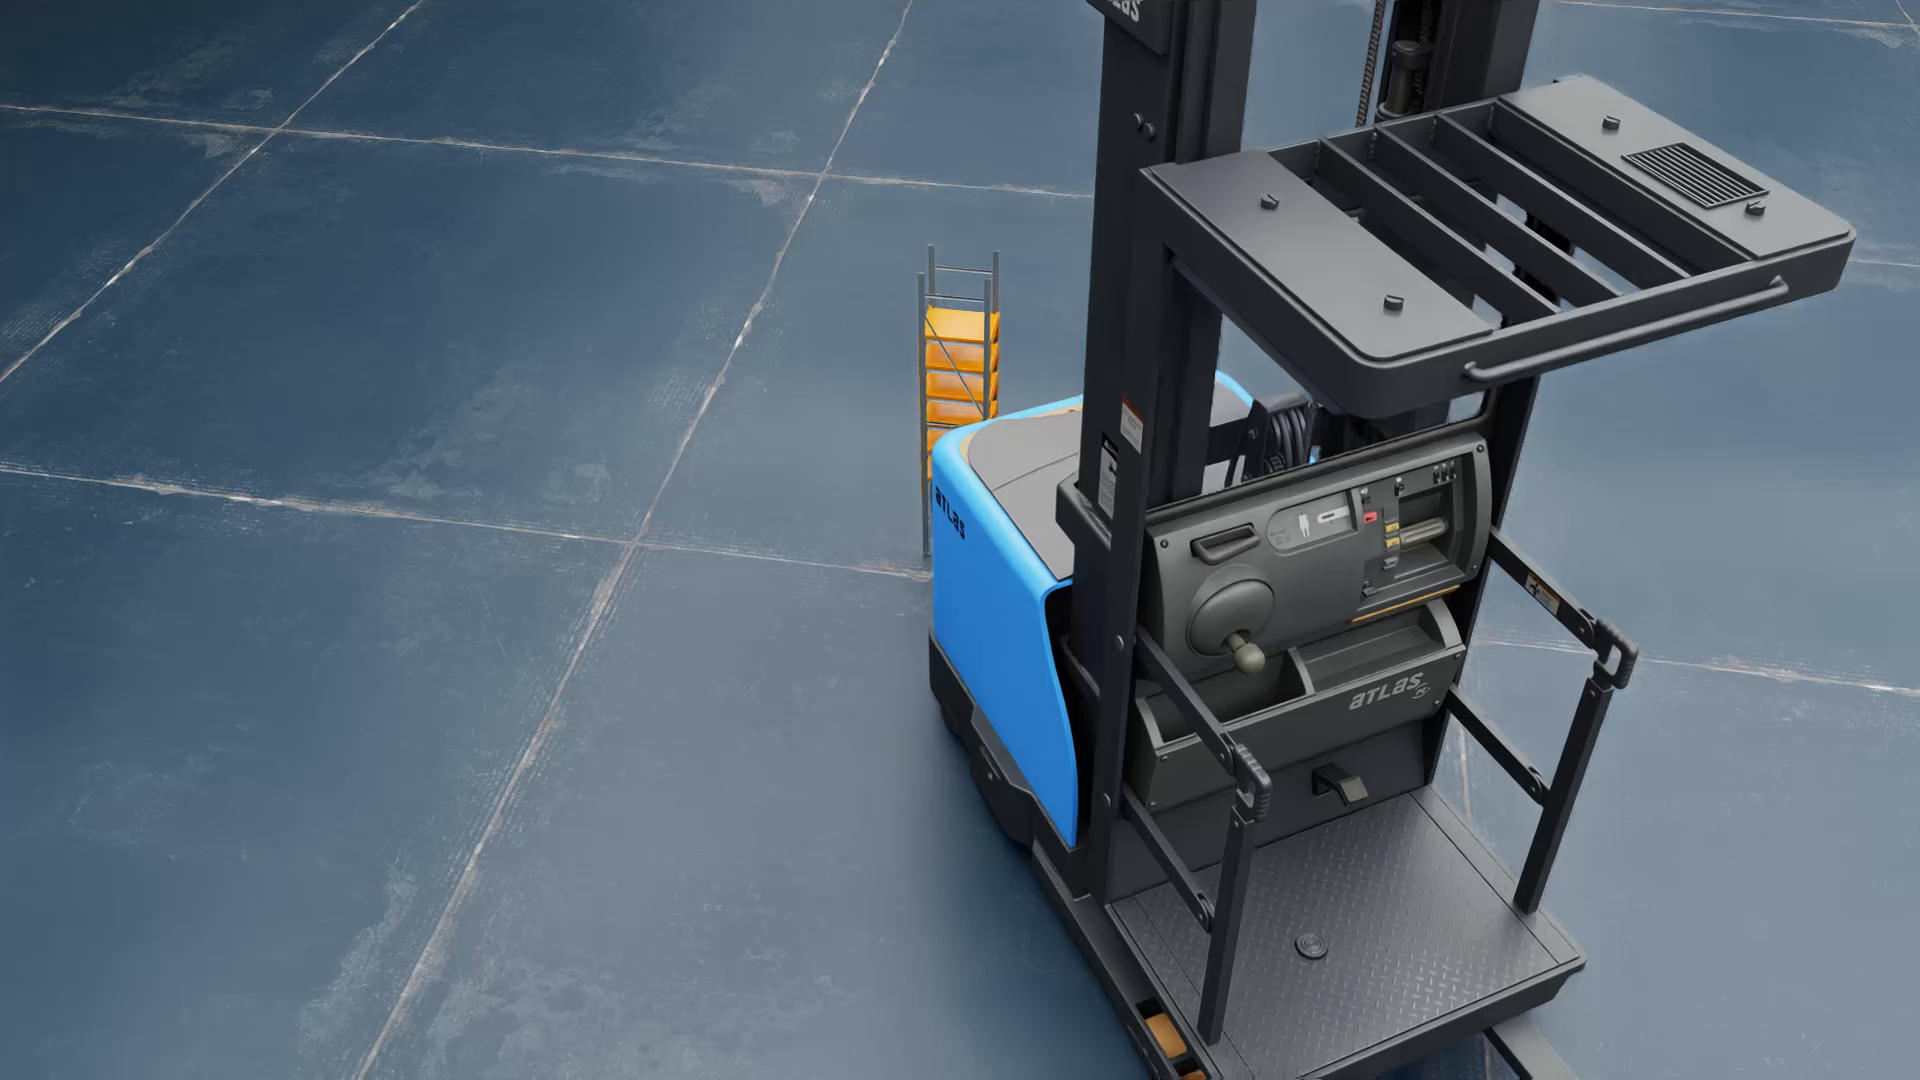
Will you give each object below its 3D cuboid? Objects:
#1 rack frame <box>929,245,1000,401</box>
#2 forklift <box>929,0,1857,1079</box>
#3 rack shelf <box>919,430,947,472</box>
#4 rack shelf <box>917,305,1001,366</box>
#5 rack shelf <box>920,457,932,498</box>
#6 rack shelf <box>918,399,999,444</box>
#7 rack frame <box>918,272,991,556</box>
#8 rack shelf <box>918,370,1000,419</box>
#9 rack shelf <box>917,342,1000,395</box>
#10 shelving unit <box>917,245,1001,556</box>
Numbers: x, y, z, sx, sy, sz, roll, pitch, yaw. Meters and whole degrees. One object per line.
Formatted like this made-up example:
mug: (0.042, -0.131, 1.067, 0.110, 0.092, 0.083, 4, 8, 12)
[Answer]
rack frame: (0.013, -0.511, 5.926, 0.240, 1.200, 0.006, 6, 40, 8)
forklift: (0.965, 0.111, 3.816, 1.130, 2.935, 3.031, -16, 42, -18)
rack shelf: (-0.002, -0.327, 5.961, 0.258, 0.103, 0.180, 6, 40, 8)
rack shelf: (-0.002, -0.697, 5.656, 0.258, 0.103, 0.180, 6, 40, 8)
rack shelf: (-0.003, -0.234, 6.038, 0.258, 0.103, 0.180, 6, 40, 8)
rack shelf: (-0.002, -0.419, 5.885, 0.258, 0.103, 0.180, 6, 40, 8)
rack frame: (-0.018, -0.396, 5.787, 0.240, 1.200, 0.006, 6, 40, 8)
rack shelf: (-0.002, -0.512, 5.809, 0.258, 0.103, 0.180, 6, 40, 8)
rack shelf: (-0.002, -0.604, 5.732, 0.258, 0.103, 0.180, 6, 40, 8)
shelving unit: (-0.002, -0.453, 5.857, 0.258, 1.200, 0.189, 6, 40, 8)
